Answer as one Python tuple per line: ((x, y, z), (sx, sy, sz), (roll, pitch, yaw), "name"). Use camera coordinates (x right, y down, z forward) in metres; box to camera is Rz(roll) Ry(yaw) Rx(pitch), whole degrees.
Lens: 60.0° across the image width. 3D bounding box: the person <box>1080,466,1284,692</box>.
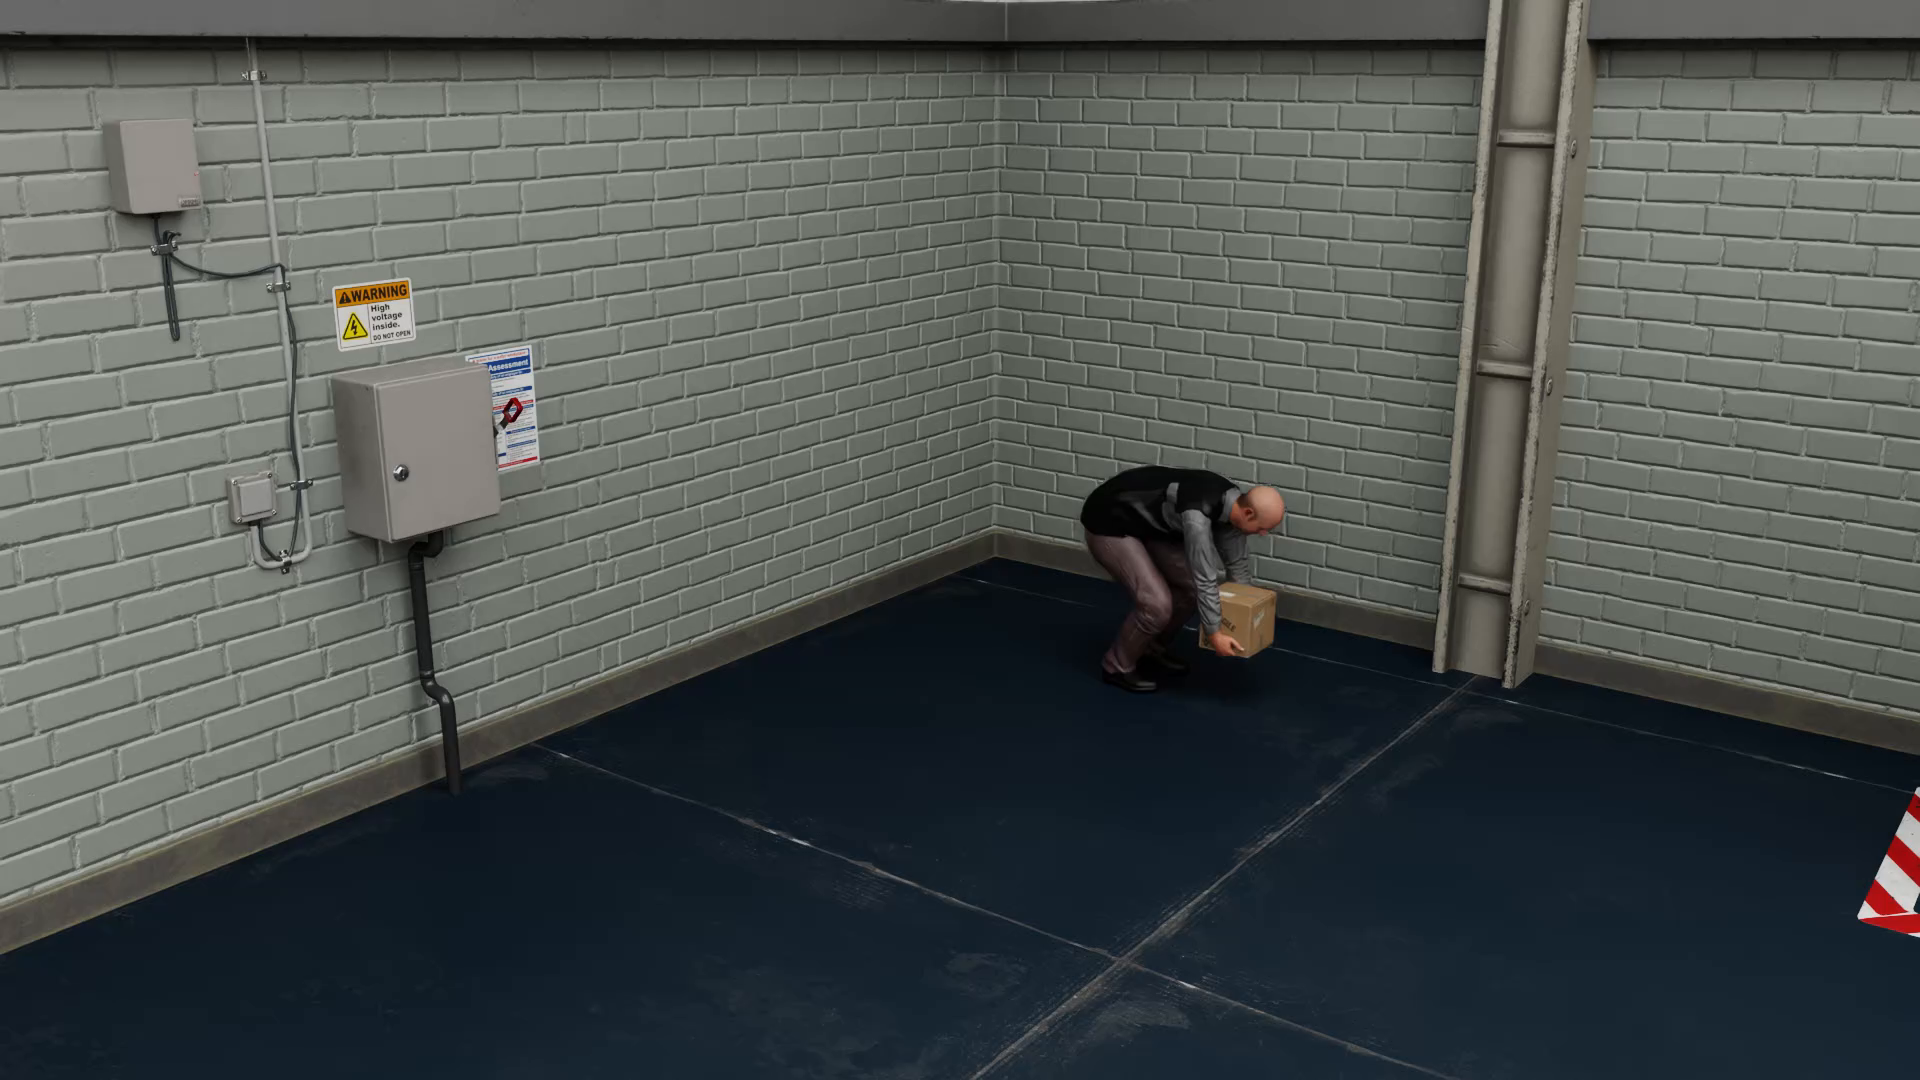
((1.021, 0.180, 7.662), (0.951, 1.048, 0.508), (11, 20, 32), "person")
